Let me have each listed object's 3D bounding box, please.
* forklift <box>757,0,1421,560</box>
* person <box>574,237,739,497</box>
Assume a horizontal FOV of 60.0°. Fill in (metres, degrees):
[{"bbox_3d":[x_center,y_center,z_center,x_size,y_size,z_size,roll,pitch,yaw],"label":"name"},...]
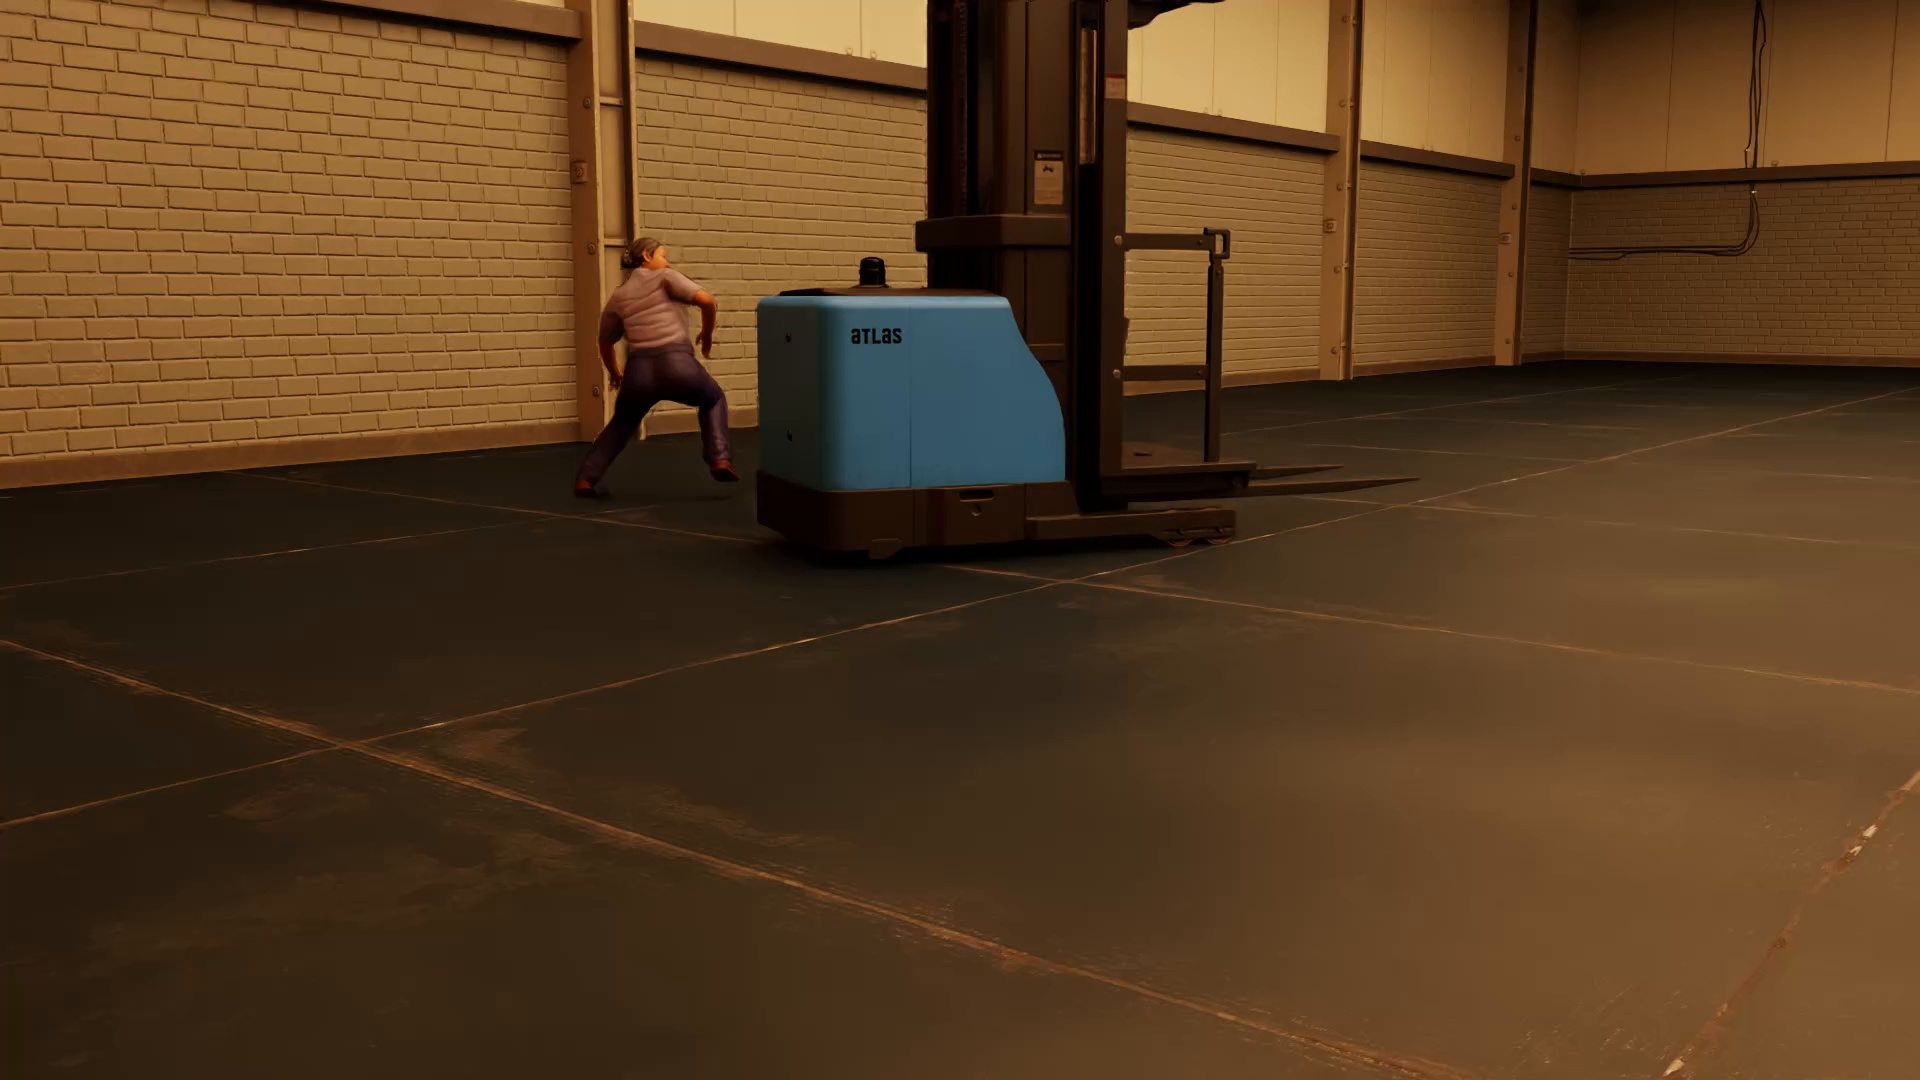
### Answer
[{"bbox_3d":[0.660,-1.483,7.418,3.031,2.935,1.130,-3,9,-22],"label":"forklift"},{"bbox_3d":[-1.652,-0.896,8.934,0.887,1.445,0.731,1,8,7],"label":"person"}]
